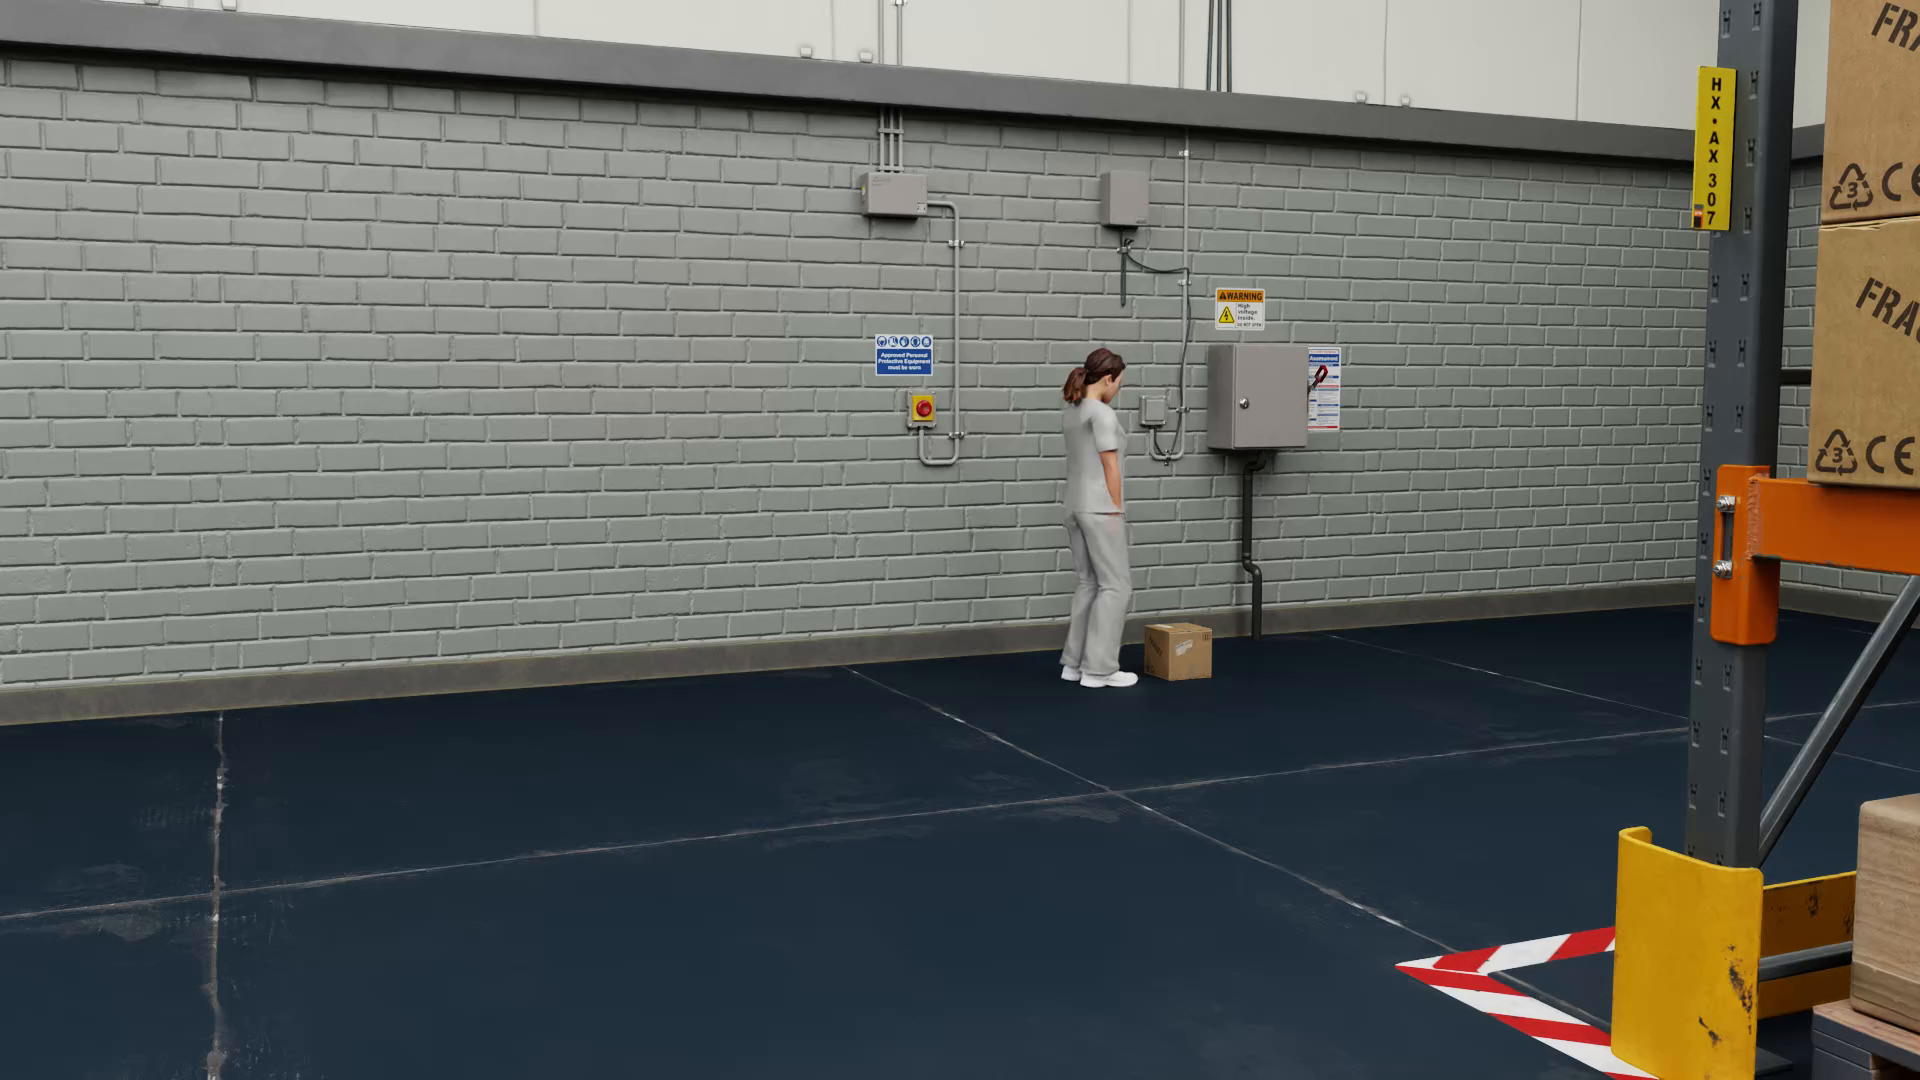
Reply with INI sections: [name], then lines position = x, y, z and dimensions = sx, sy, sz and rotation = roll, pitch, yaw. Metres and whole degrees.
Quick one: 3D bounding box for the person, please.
[person]
position = 0.663, -0.114, 8.251
dimensions = 0.355, 1.665, 0.447
rotation = -2, 6, -23
